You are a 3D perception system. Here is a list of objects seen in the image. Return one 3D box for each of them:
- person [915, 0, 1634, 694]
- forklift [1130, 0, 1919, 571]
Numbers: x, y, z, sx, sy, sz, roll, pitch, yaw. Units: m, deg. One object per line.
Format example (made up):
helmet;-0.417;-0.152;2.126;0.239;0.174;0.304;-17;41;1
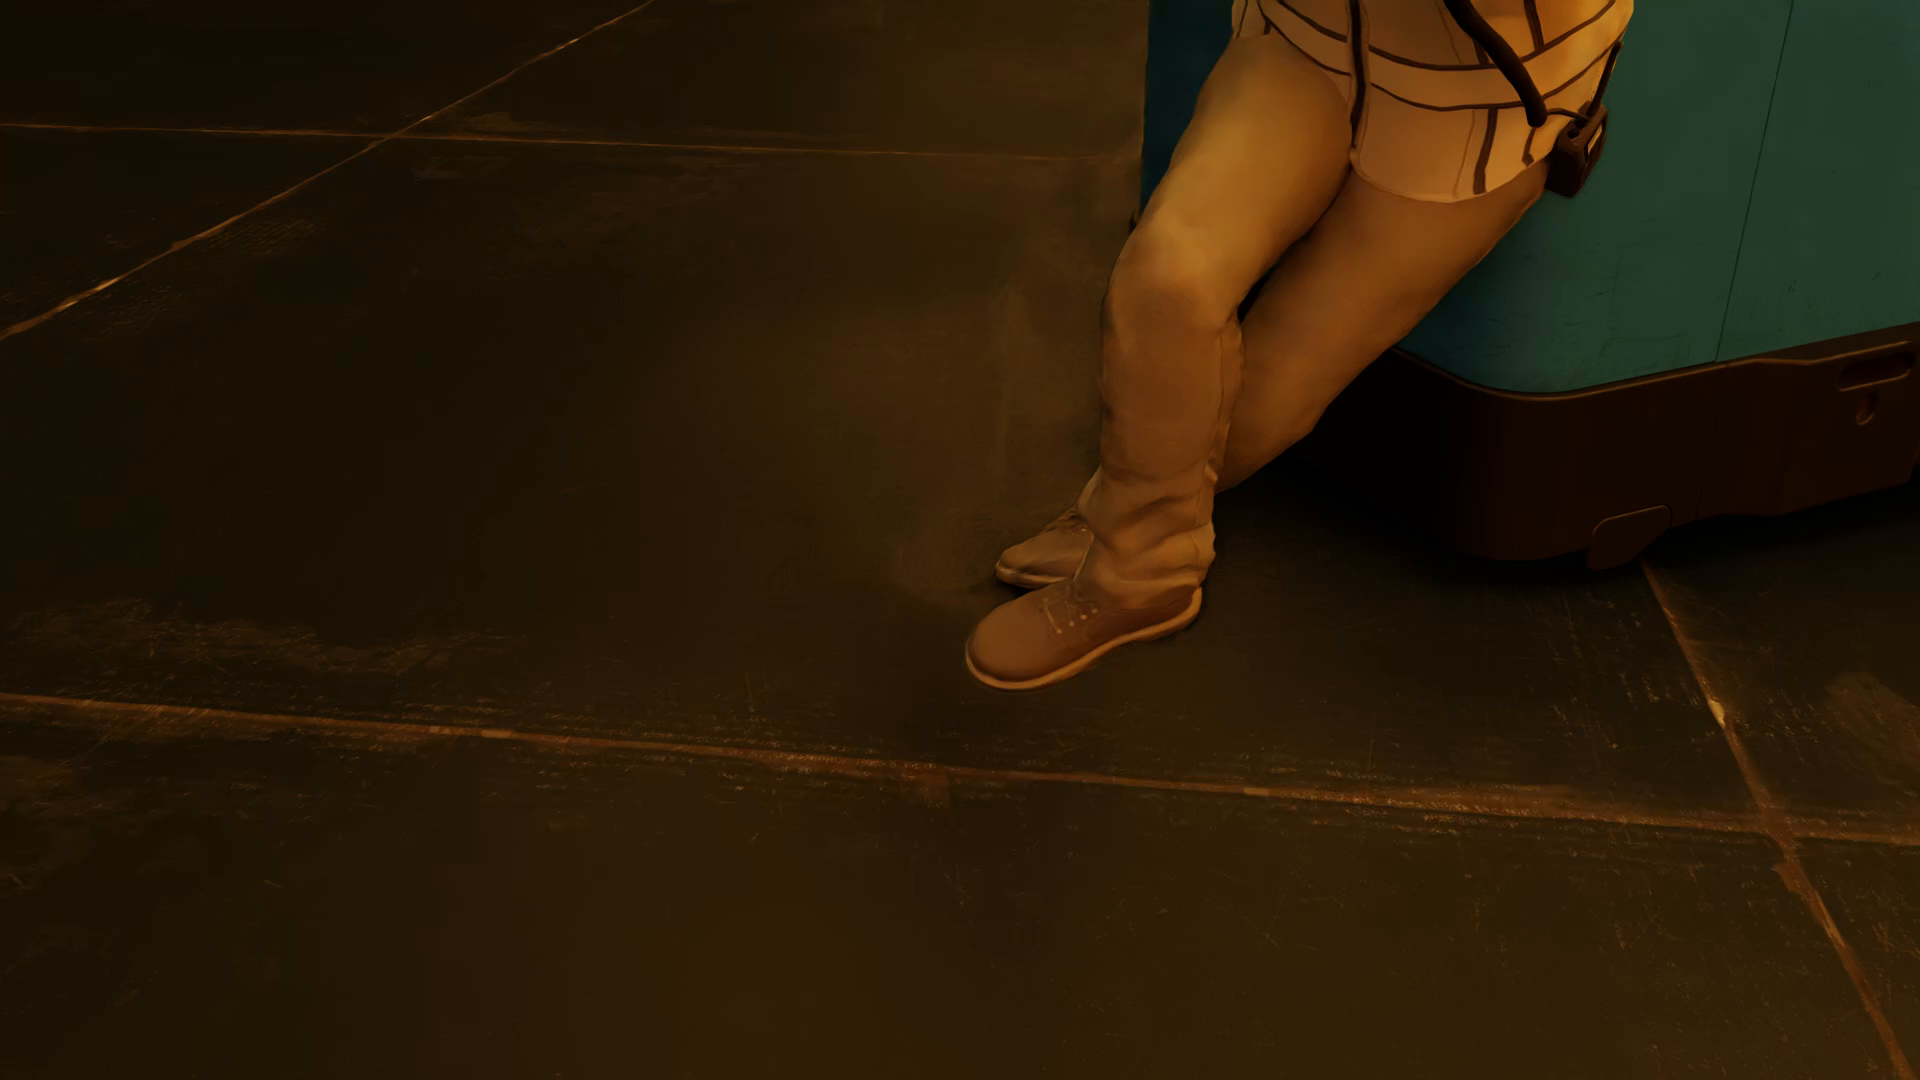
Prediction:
person;0.289;-0.440;1.789;0.921;1.434;0.881;17;31;30
forklift;1.862;-1.699;2.623;3.031;2.935;1.130;-12;29;-22
